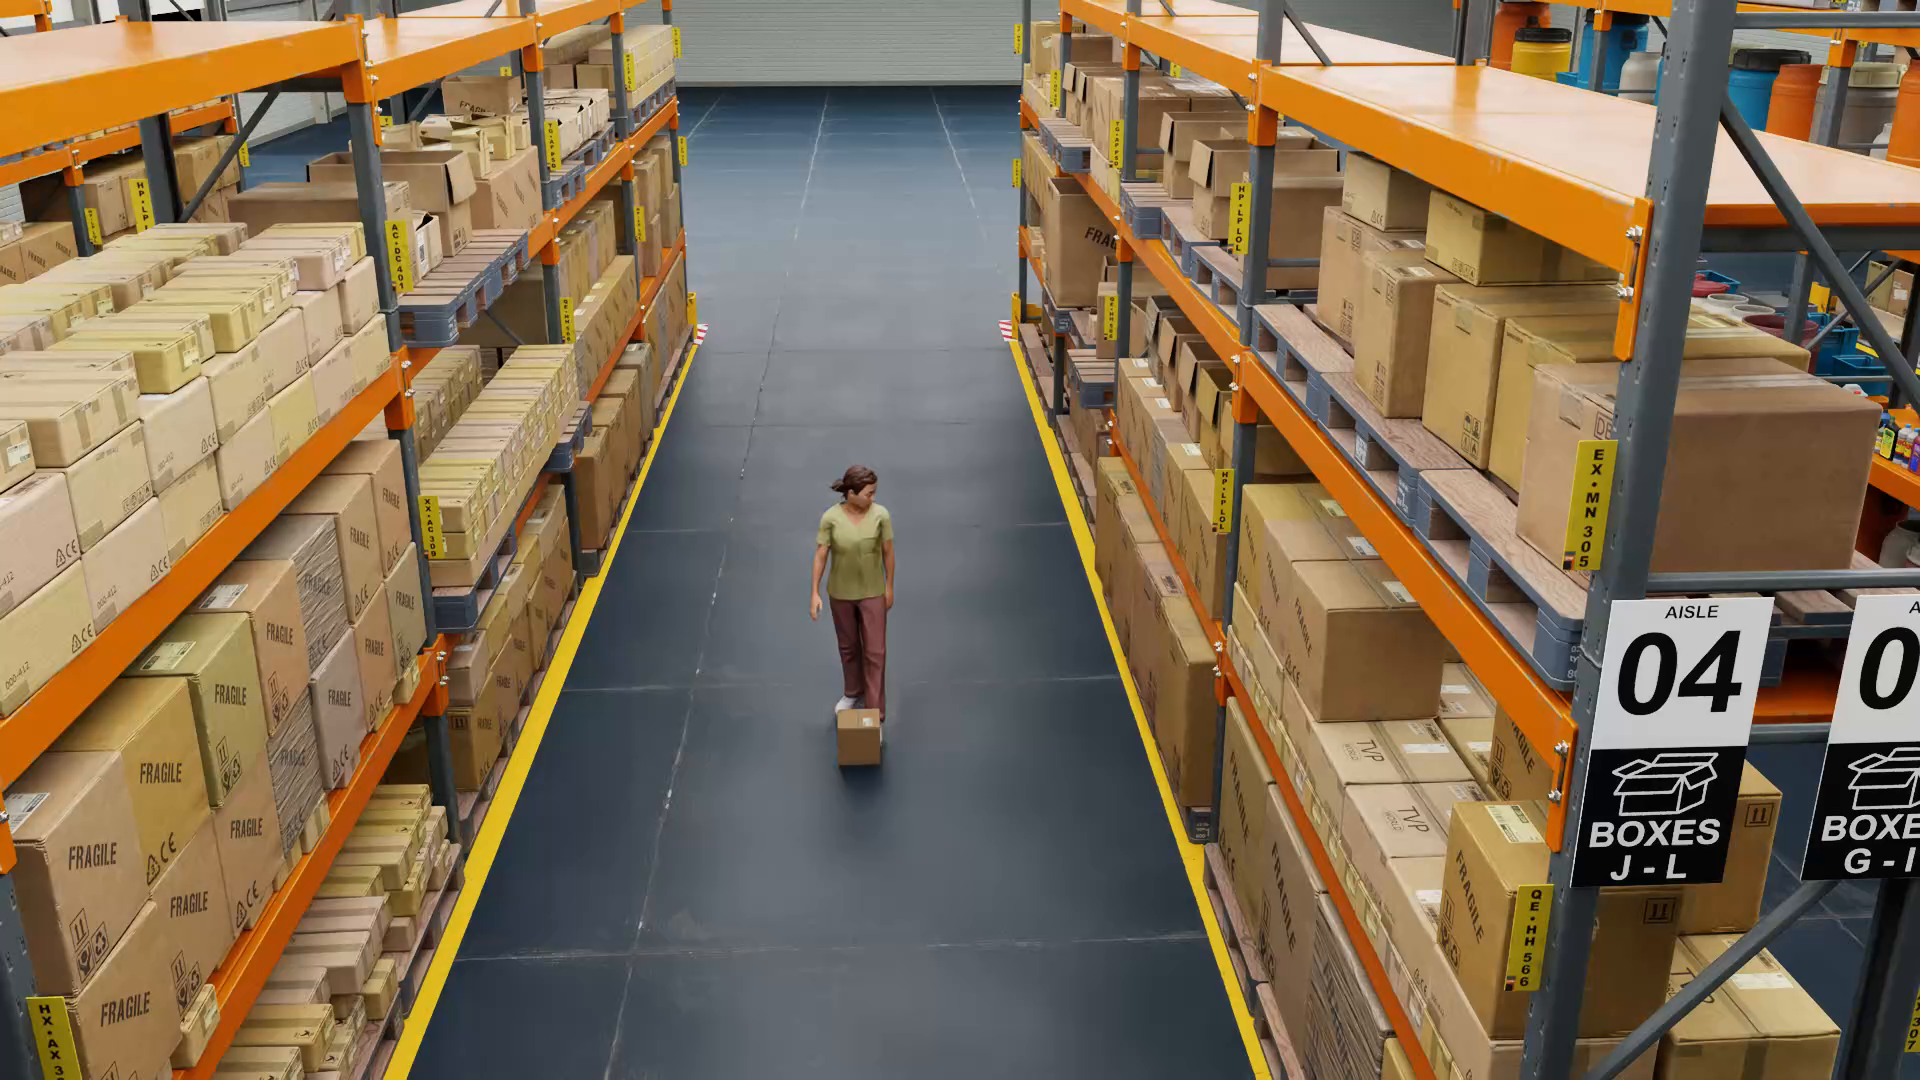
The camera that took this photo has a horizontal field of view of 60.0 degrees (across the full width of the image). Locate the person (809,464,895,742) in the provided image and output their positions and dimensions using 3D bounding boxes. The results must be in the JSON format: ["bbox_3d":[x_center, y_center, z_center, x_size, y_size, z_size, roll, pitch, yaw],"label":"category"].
[{"bbox_3d":[-0.656,0.361,10.054,0.496,1.662,0.731,1,21,3],"label":"person"}]
